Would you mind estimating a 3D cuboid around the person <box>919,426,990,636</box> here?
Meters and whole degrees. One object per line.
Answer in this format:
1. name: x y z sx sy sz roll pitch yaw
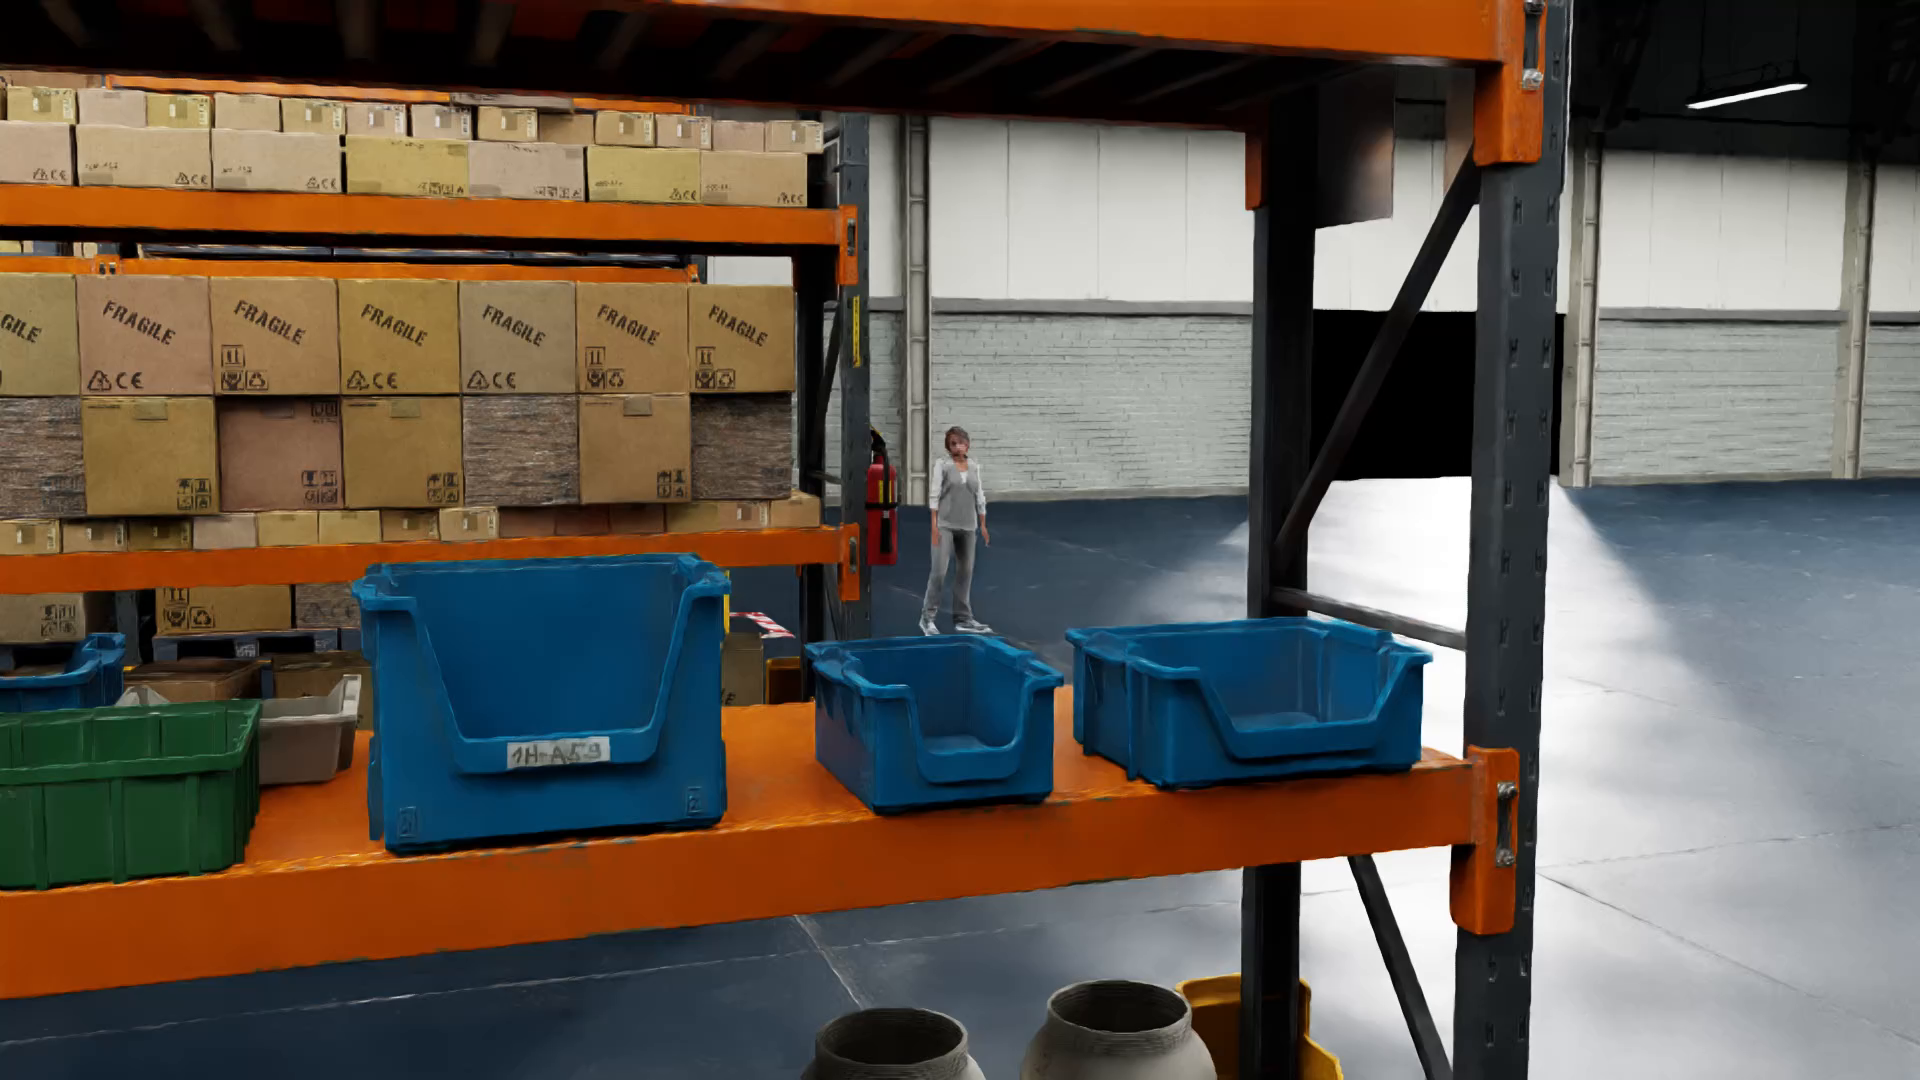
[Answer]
1. person: -0.020 -0.065 12.736 0.555 1.616 0.318 -3 7 -27
